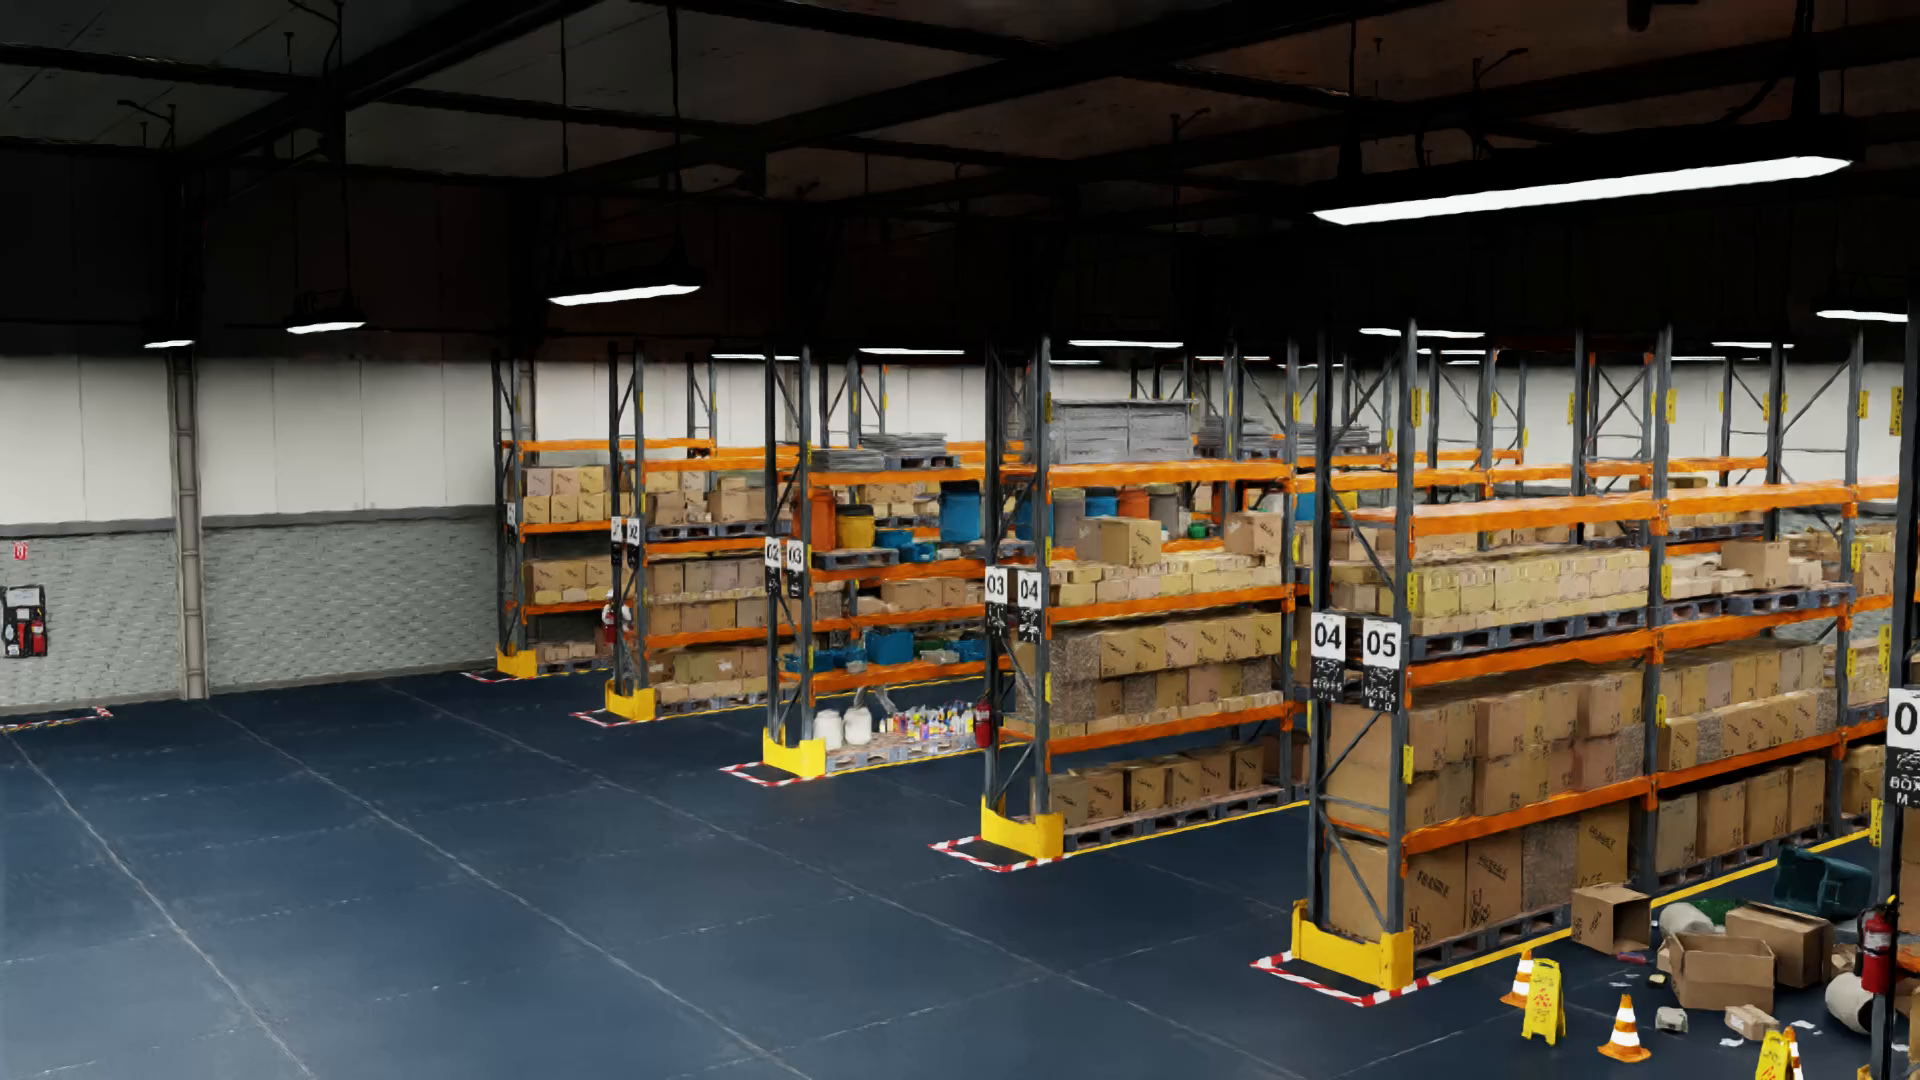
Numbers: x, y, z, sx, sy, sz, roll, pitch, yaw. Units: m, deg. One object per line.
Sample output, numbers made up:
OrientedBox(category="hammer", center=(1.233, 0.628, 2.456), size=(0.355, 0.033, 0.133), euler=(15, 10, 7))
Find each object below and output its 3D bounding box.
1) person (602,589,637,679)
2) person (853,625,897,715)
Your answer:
OrientedBox(category="person", center=(-6.132, 1.714, 29.649), size=(0.618, 1.726, 0.960), euler=(3, 6, 30))
OrientedBox(category="person", center=(-1.382, 2.097, 25.537), size=(0.997, 1.621, 0.482), euler=(-3, 6, -28))
